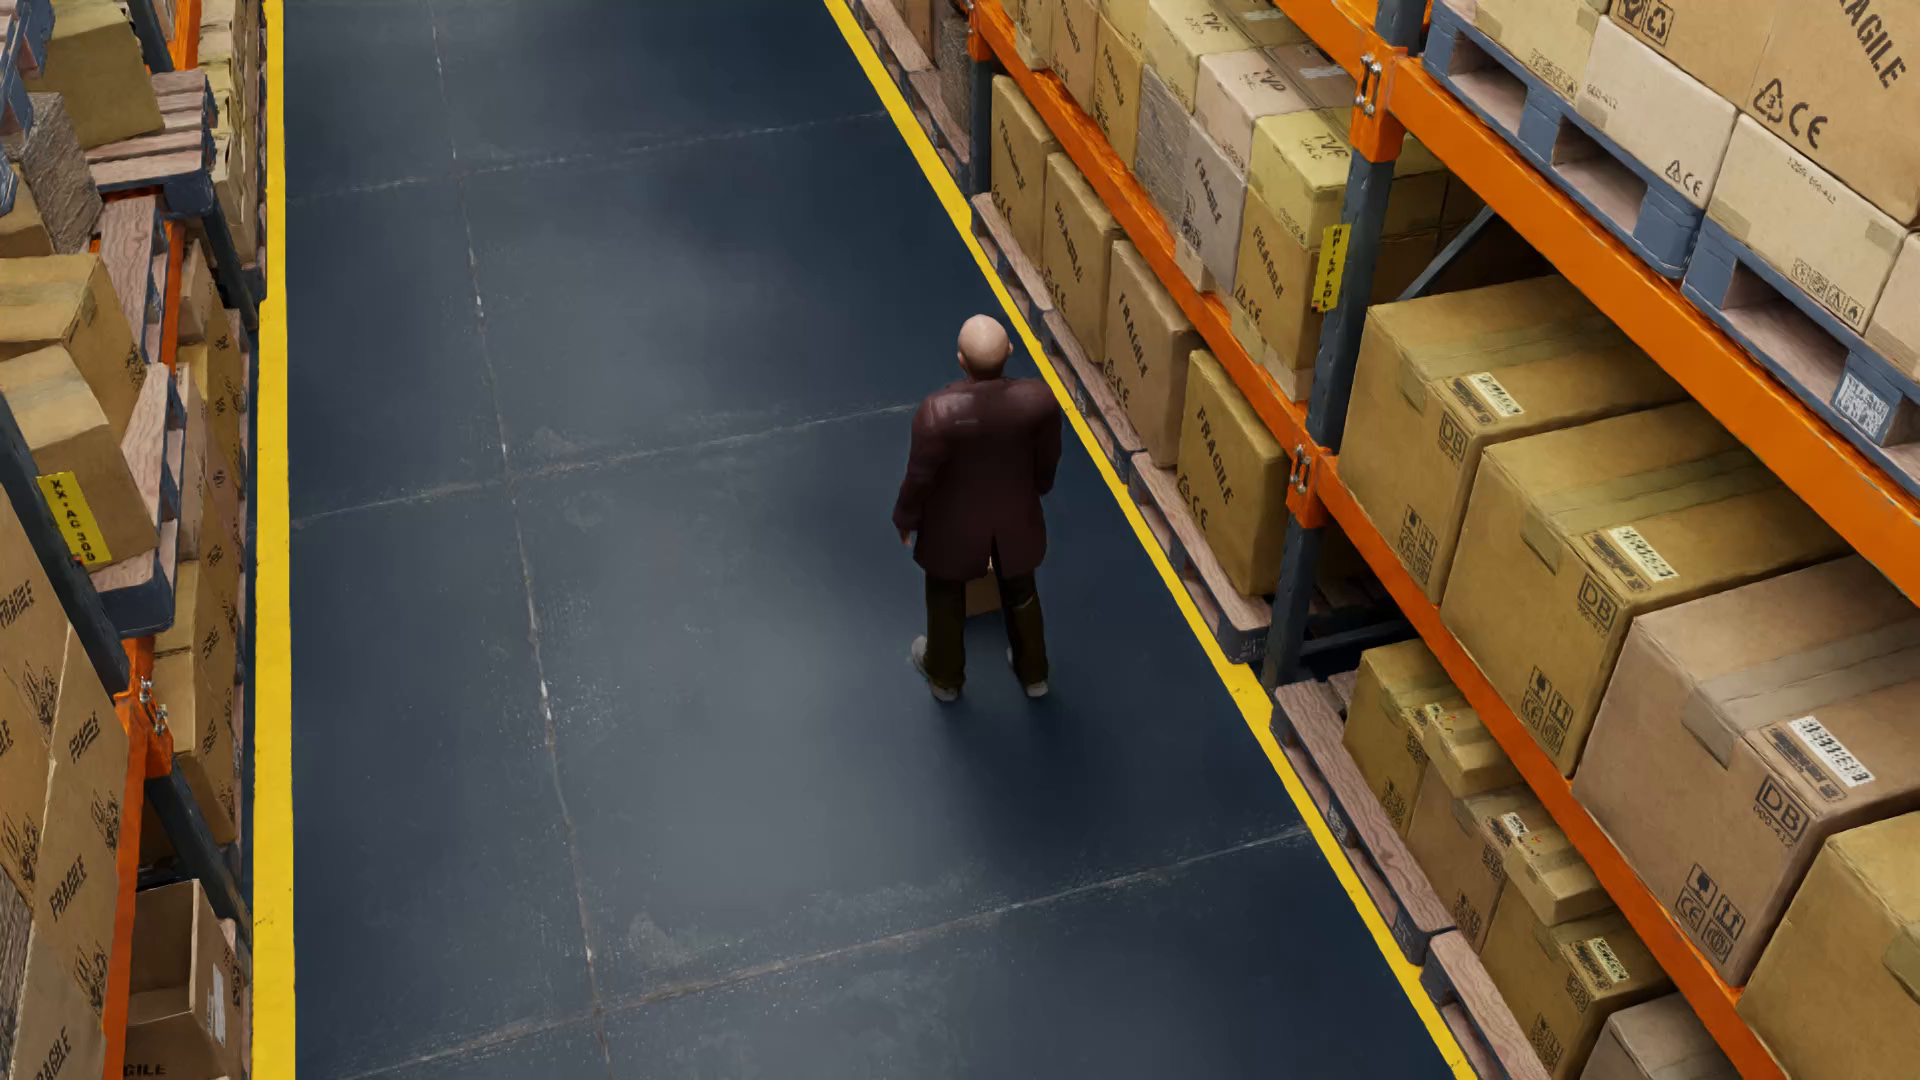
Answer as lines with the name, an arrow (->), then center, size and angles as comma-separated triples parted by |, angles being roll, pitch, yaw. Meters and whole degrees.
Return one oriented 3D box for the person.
person -> 0.055, -0.092, 6.305 | 0.645, 1.822, 0.476 | -11, 43, -12
